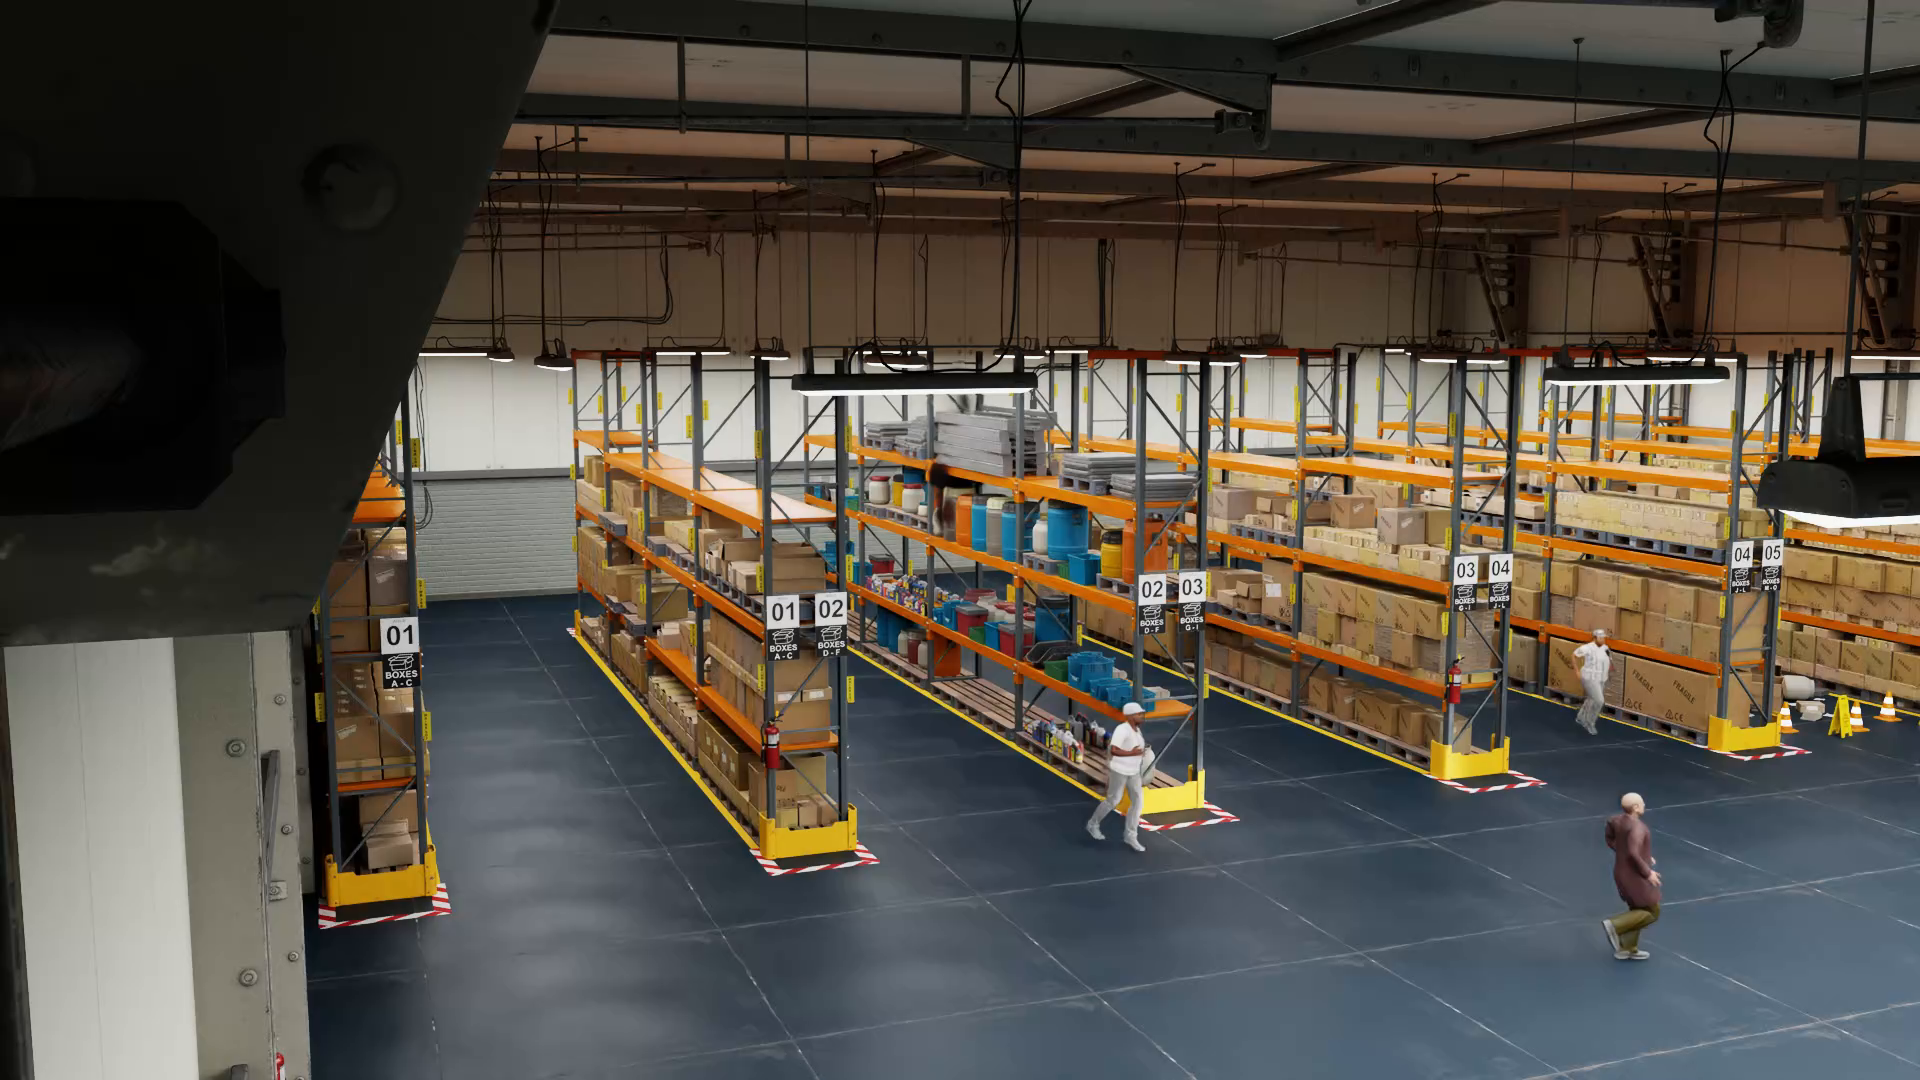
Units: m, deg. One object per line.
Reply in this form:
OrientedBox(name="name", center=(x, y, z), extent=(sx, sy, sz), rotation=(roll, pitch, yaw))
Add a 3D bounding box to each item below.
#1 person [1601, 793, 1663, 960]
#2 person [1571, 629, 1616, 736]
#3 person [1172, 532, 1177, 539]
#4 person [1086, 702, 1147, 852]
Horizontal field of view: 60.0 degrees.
OrientedBox(name="person", center=(6.799, 3.398, 16.793), extent=(0.571, 1.733, 0.710), rotation=(-1, 7, -6))
OrientedBox(name="person", center=(10.062, 2.246, 26.368), extent=(0.570, 1.705, 0.796), rotation=(-3, 8, -25))
OrientedBox(name="person", center=(4.974, 0.659, 38.895), extent=(0.727, 1.684, 0.929), rotation=(0, 7, -4))
OrientedBox(name="person", center=(2.066, 2.899, 20.704), extent=(0.825, 1.774, 0.703), rotation=(6, 9, 39))
